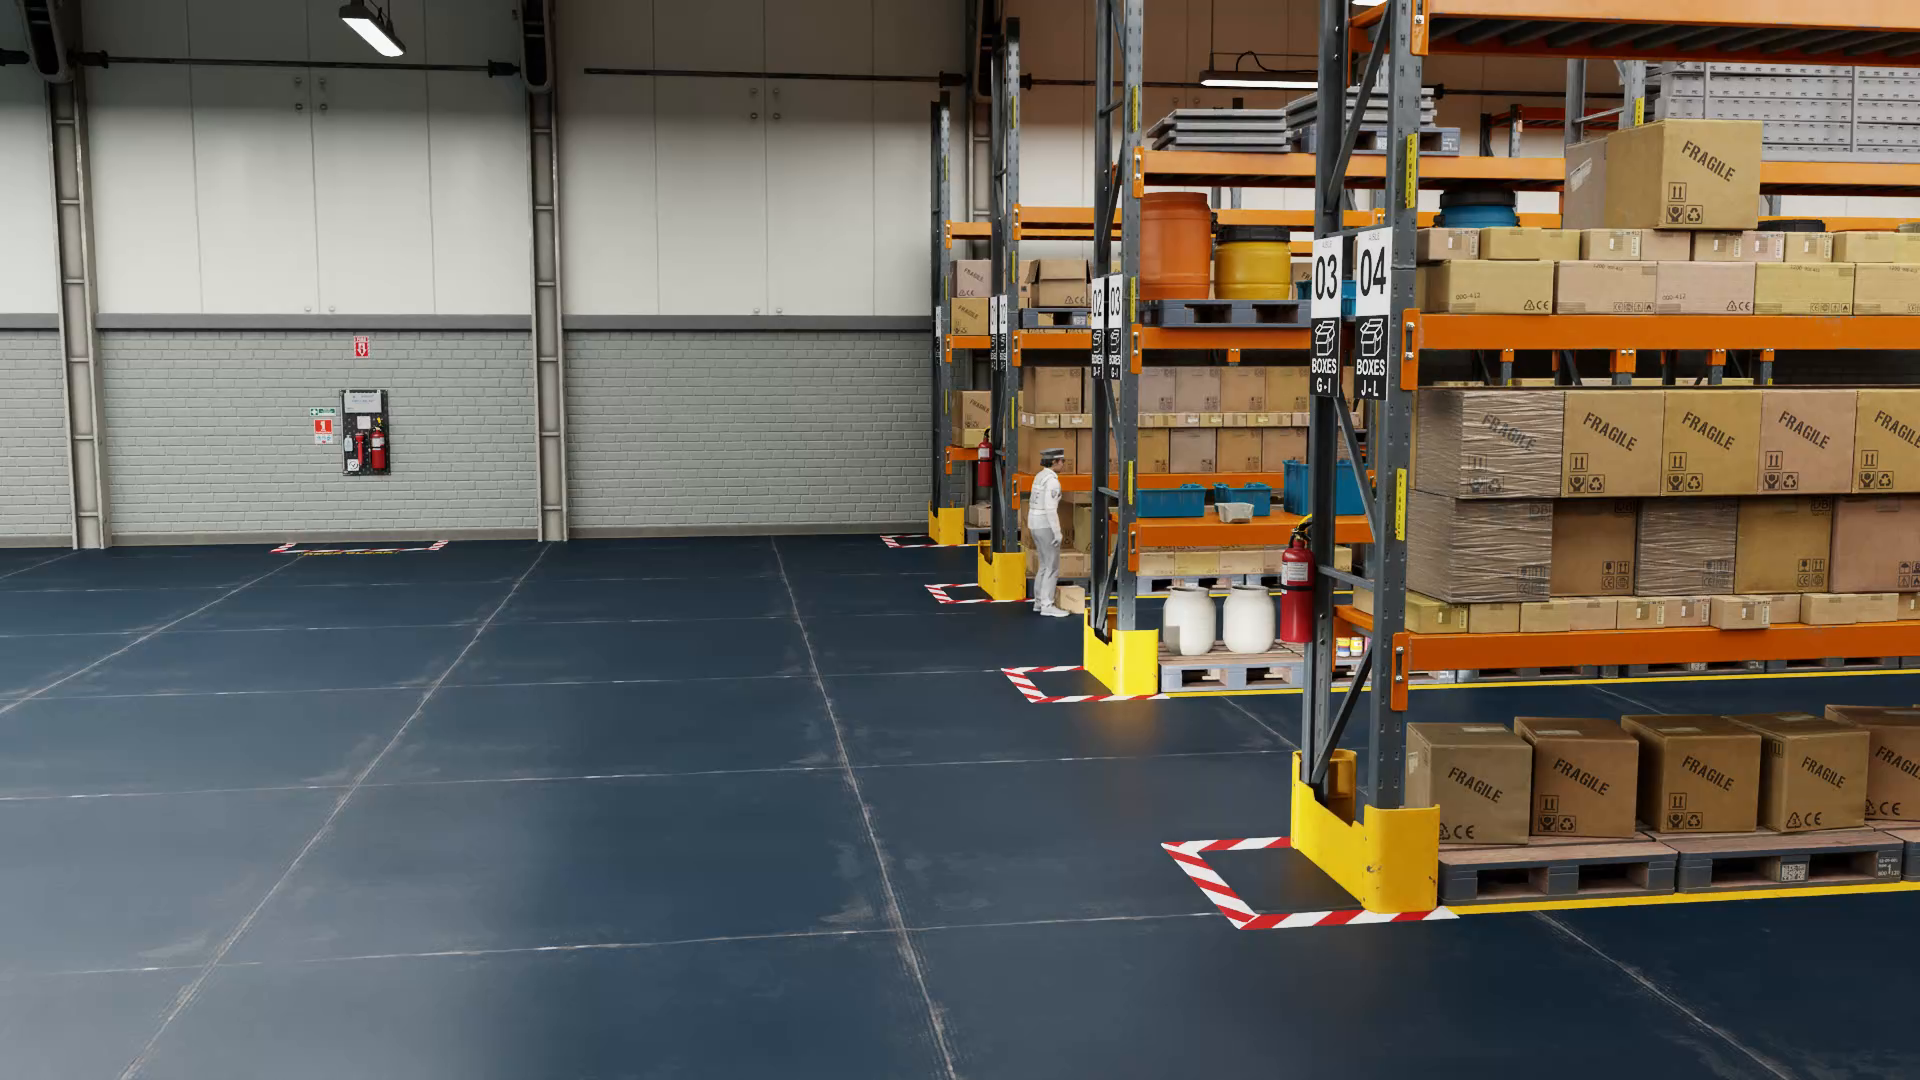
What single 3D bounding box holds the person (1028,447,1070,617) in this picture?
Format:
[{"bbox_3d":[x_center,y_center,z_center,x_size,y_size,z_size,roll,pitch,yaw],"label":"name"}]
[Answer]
[{"bbox_3d":[0.878,-0.091,16.608,0.375,1.663,0.540,-1,7,-12],"label":"person"}]
